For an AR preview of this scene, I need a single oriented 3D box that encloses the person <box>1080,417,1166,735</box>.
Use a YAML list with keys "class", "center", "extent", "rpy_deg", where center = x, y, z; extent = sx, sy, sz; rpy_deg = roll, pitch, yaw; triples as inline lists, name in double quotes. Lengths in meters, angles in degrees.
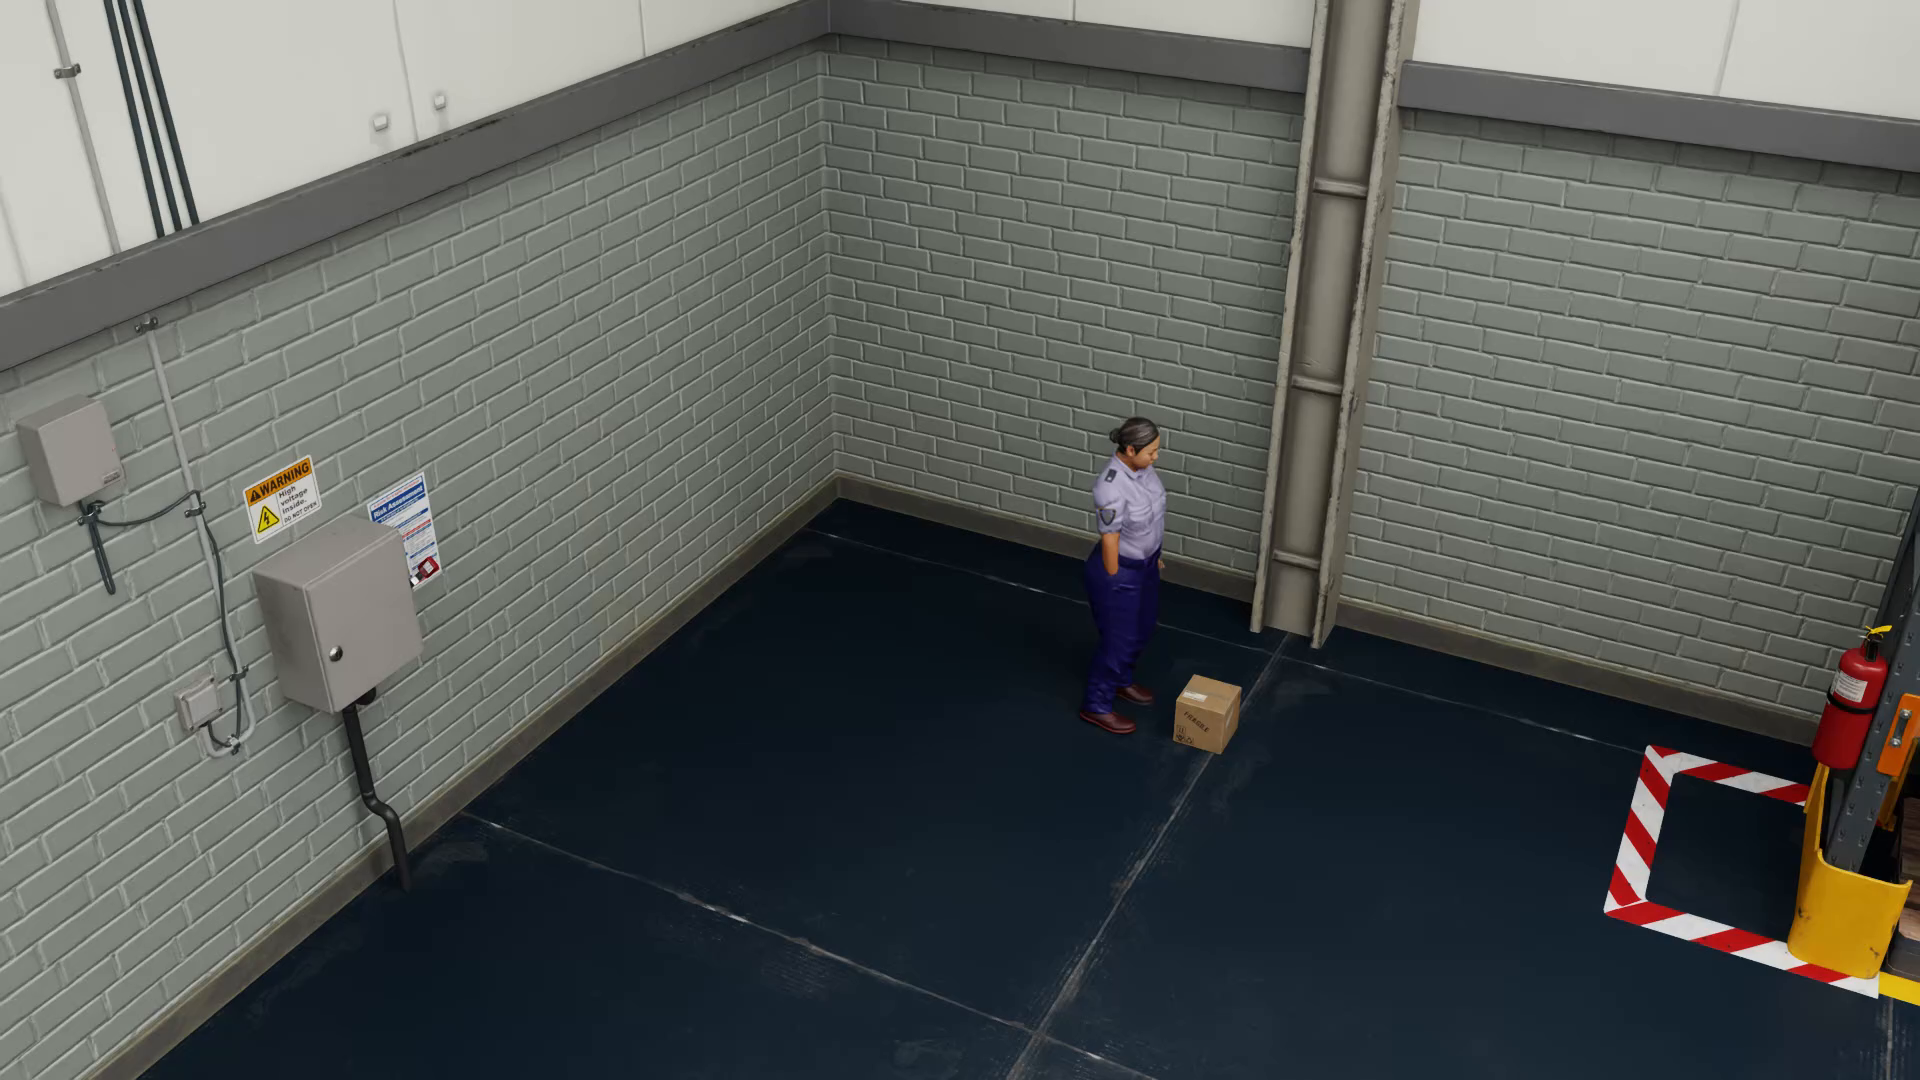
- class: "person"
  center: [0.807, 0.144, 8.069]
  extent: [0.339, 1.641, 0.474]
  rpy_deg: [15, 34, 24]
